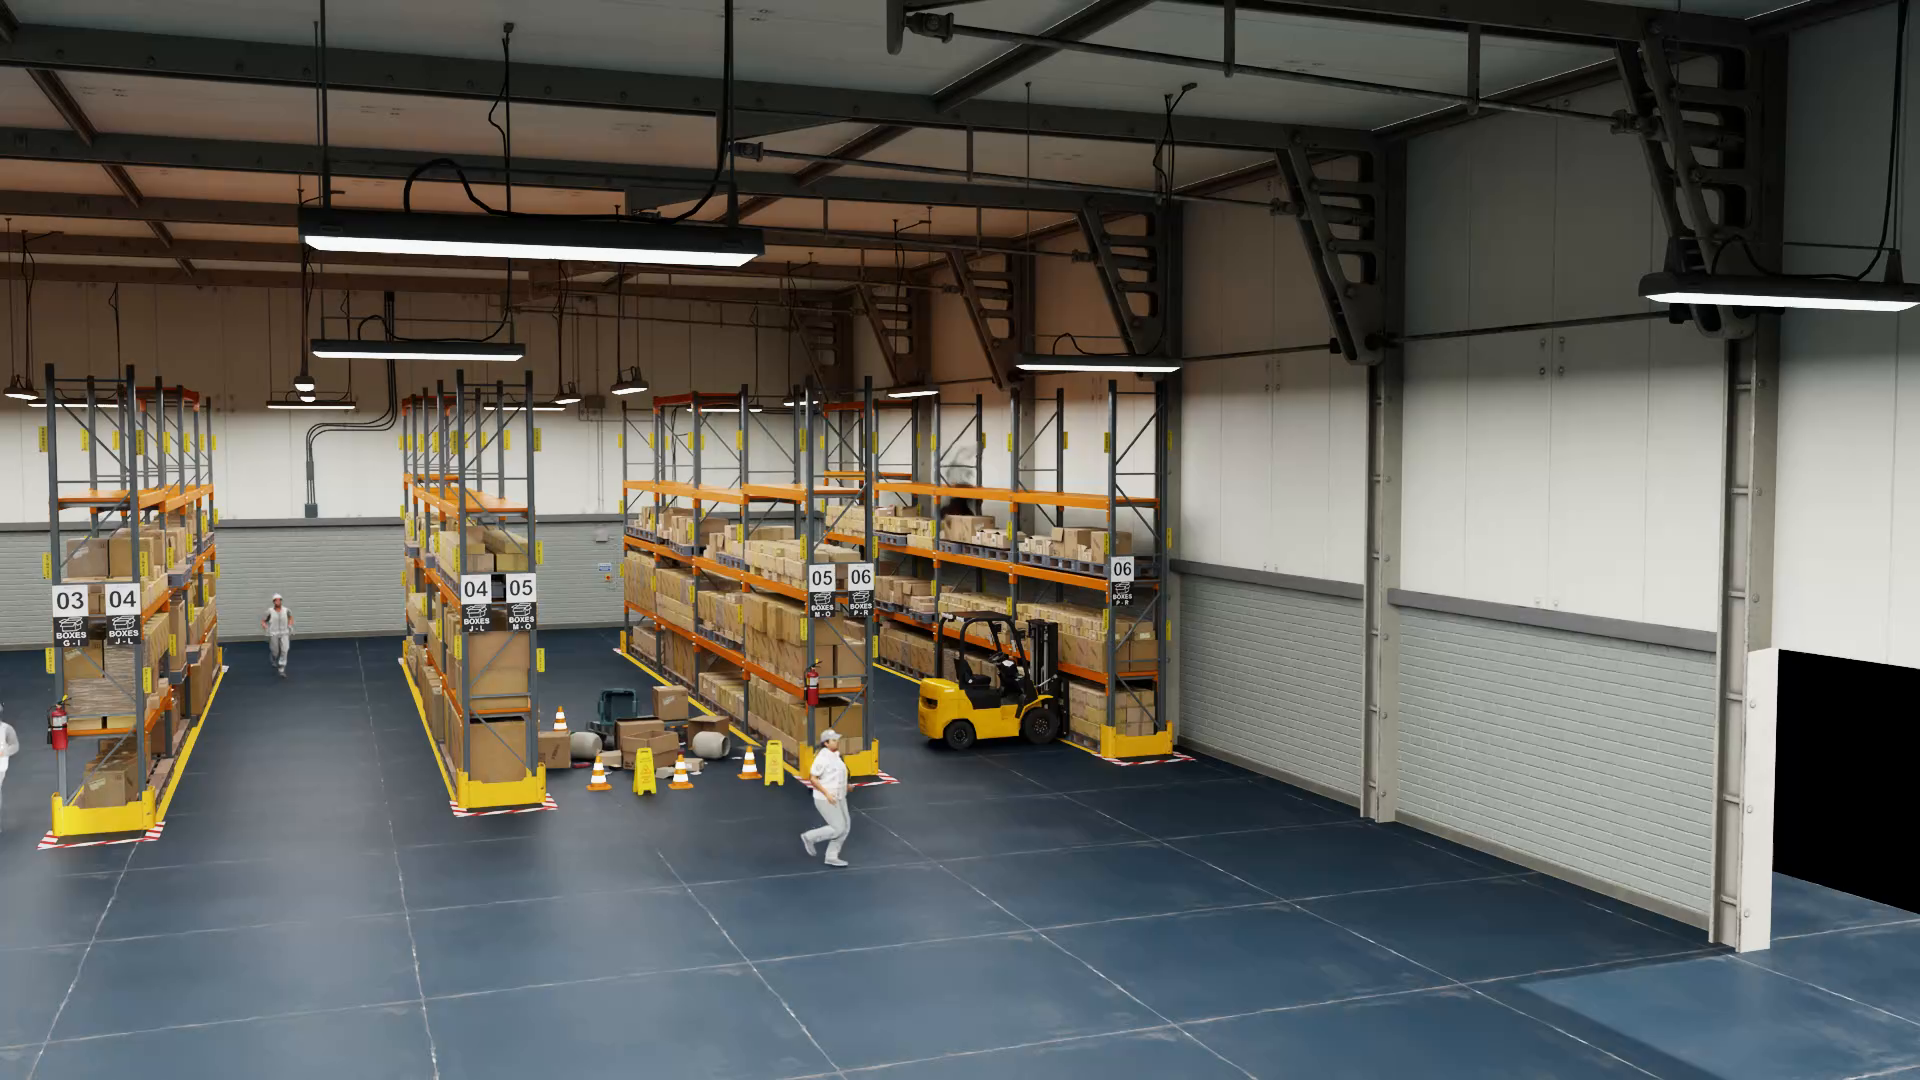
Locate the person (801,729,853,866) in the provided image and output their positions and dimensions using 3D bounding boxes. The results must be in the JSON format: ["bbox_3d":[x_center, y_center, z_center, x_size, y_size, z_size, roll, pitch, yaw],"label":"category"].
[{"bbox_3d":[-1.568,3.054,19.684,0.562,1.609,0.609,1,3,16],"label":"person"}]

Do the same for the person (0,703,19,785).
[{"bbox_3d":[-12.238,2.897,20.971,0.666,1.776,0.905,-2,4,-31],"label":"person"}]

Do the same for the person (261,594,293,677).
[{"bbox_3d":[-14.638,2.044,35.717,0.668,1.764,0.802,-2,4,-33],"label":"person"}]
